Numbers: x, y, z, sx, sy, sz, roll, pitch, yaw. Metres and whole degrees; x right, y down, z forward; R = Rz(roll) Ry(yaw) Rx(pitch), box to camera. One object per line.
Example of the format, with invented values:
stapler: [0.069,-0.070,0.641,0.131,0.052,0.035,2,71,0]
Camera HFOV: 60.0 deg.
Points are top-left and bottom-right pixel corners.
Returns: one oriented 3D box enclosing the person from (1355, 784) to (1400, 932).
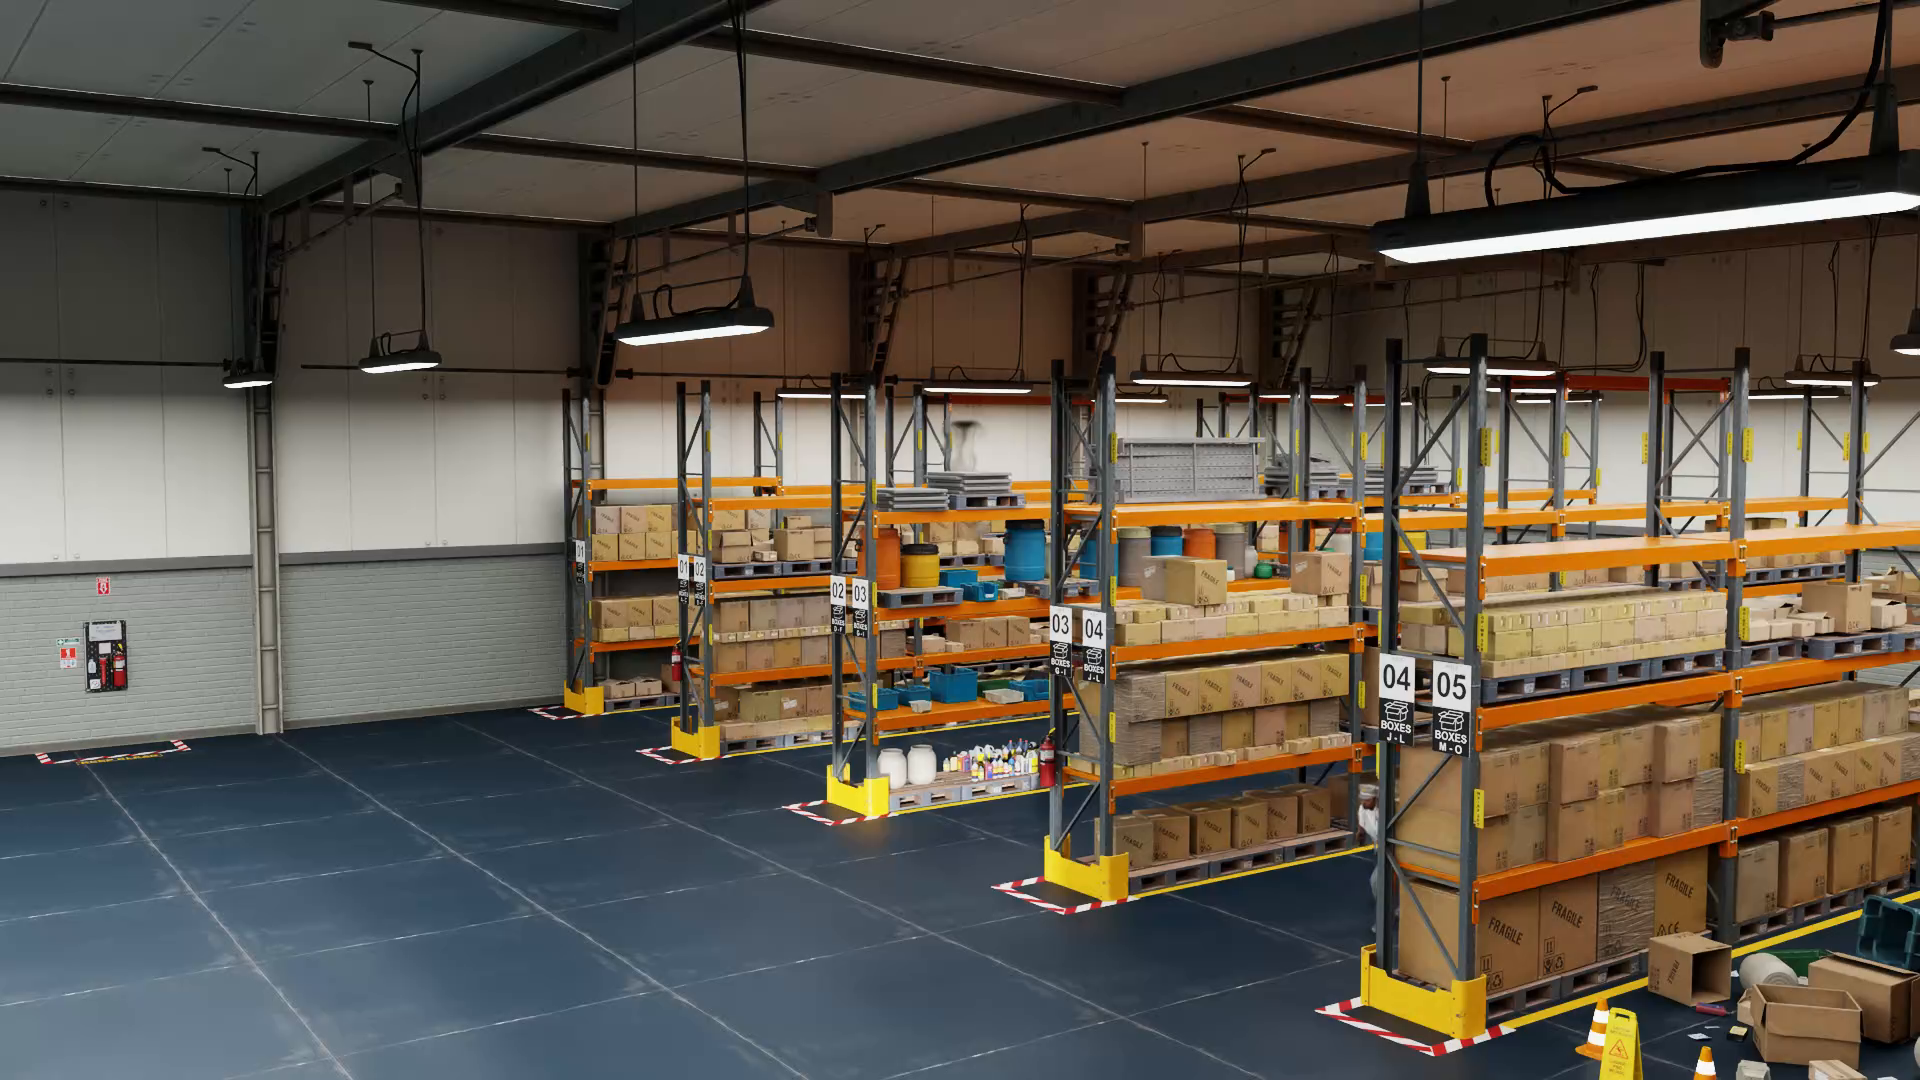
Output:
person: [4.504,3.306,17.337,0.960,1.590,0.614,-2,4,-34]
